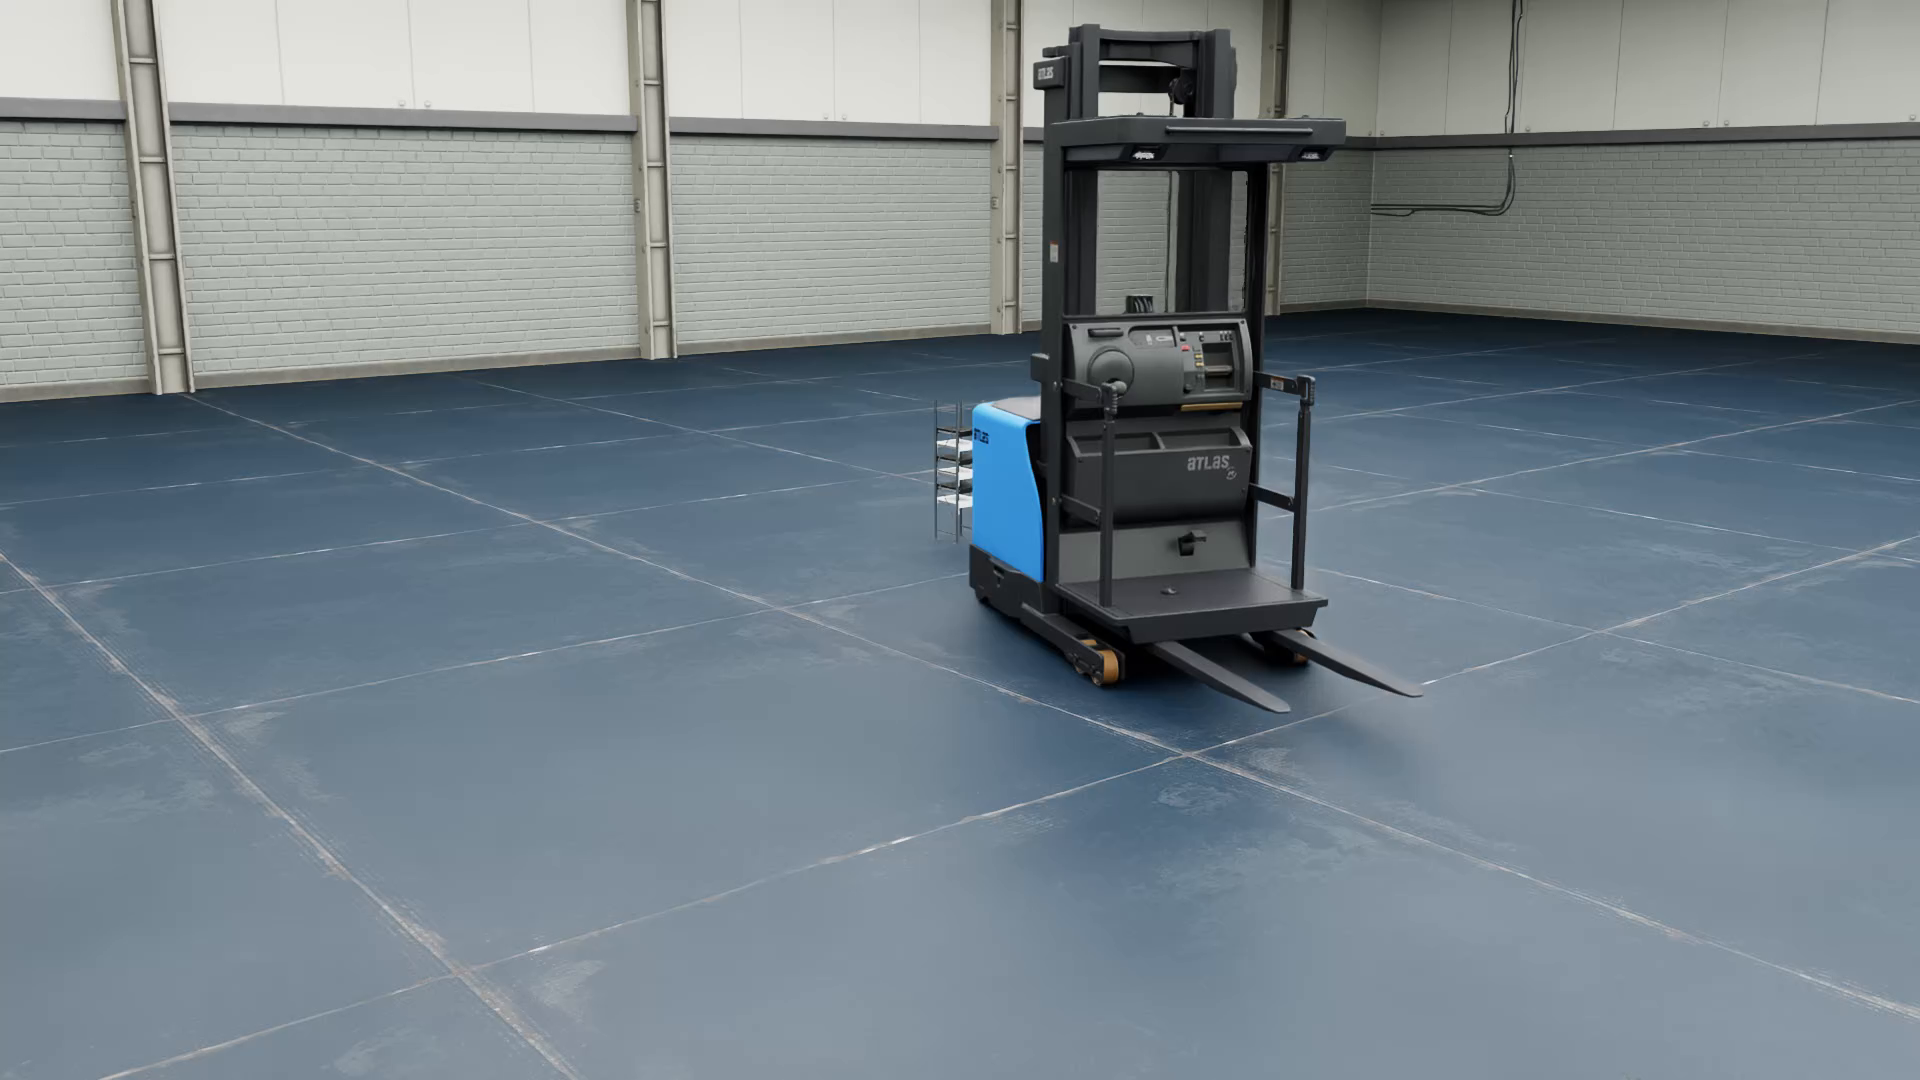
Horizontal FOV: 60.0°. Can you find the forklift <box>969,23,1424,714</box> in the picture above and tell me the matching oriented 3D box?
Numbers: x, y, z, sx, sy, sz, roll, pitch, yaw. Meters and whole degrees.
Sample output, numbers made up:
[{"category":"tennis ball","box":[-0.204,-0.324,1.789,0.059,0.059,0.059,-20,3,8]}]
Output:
[{"category":"forklift","box":[1.029,-0.869,7.666,1.130,2.935,3.031,-4,13,-19]}]

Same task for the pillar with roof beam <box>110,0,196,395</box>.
[{"category":"pillar with roof beam","box":[-5.977,-5.333,14.080,0.400,9.000,9.100,-9,15,-38]}]

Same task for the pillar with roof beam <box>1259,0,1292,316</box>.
[{"category":"pillar with roof beam","box":[8.078,-7.669,25.079,0.400,9.000,9.100,-9,15,-38]}]

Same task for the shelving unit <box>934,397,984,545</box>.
[{"category":"shelving unit","box":[-0.006,-0.439,10.530,0.210,0.900,0.258,-9,15,-38]}]

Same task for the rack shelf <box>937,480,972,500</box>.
[{"category":"rack shelf","box":[-0.006,-0.318,10.556,0.200,0.077,0.258,-9,15,-38]}]

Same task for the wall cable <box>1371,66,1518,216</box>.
[{"category":"wall cable","box":[8.515,-7.016,29.480,0.112,2.526,3.097,-9,15,-38]}]

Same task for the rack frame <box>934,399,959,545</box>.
[{"category":"rack frame","box":[-0.086,-0.426,10.468,0.006,0.900,0.240,-9,15,-38]}]

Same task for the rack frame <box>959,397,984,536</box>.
[{"category":"rack frame","box":[0.073,-0.452,10.592,0.006,0.900,0.240,-9,15,-38]}]

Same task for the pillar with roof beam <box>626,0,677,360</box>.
[{"category":"pillar with roof beam","box":[-1.292,-6.112,17.746,0.400,9.000,9.100,-9,15,-38]}]

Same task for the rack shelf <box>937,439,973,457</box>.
[{"category":"rack shelf","box":[-0.006,-0.583,10.500,0.200,0.077,0.258,-9,15,-38]}]

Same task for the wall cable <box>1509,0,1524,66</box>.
[{"category":"wall cable","box":[10.205,-9.048,26.889,0.112,2.526,3.097,-9,15,-38]}]

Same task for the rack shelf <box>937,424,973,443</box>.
[{"category":"rack shelf","box":[-0.006,-0.671,10.481,0.200,0.077,0.258,-9,15,-38]}]

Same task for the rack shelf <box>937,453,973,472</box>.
[{"category":"rack shelf","box":[-0.006,-0.495,10.519,0.200,0.077,0.258,-9,15,-38]}]

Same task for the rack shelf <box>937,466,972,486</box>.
[{"category":"rack shelf","box":[-0.006,-0.407,10.537,0.200,0.077,0.258,-9,15,-38]}]

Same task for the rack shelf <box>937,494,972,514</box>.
[{"category":"rack shelf","box":[-0.006,-0.230,10.575,0.200,0.077,0.258,-9,15,-38]}]

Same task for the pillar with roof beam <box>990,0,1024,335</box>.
[{"category":"pillar with roof beam","box":[3.393,-6.890,21.413,0.400,9.000,9.100,-9,15,-38]}]
